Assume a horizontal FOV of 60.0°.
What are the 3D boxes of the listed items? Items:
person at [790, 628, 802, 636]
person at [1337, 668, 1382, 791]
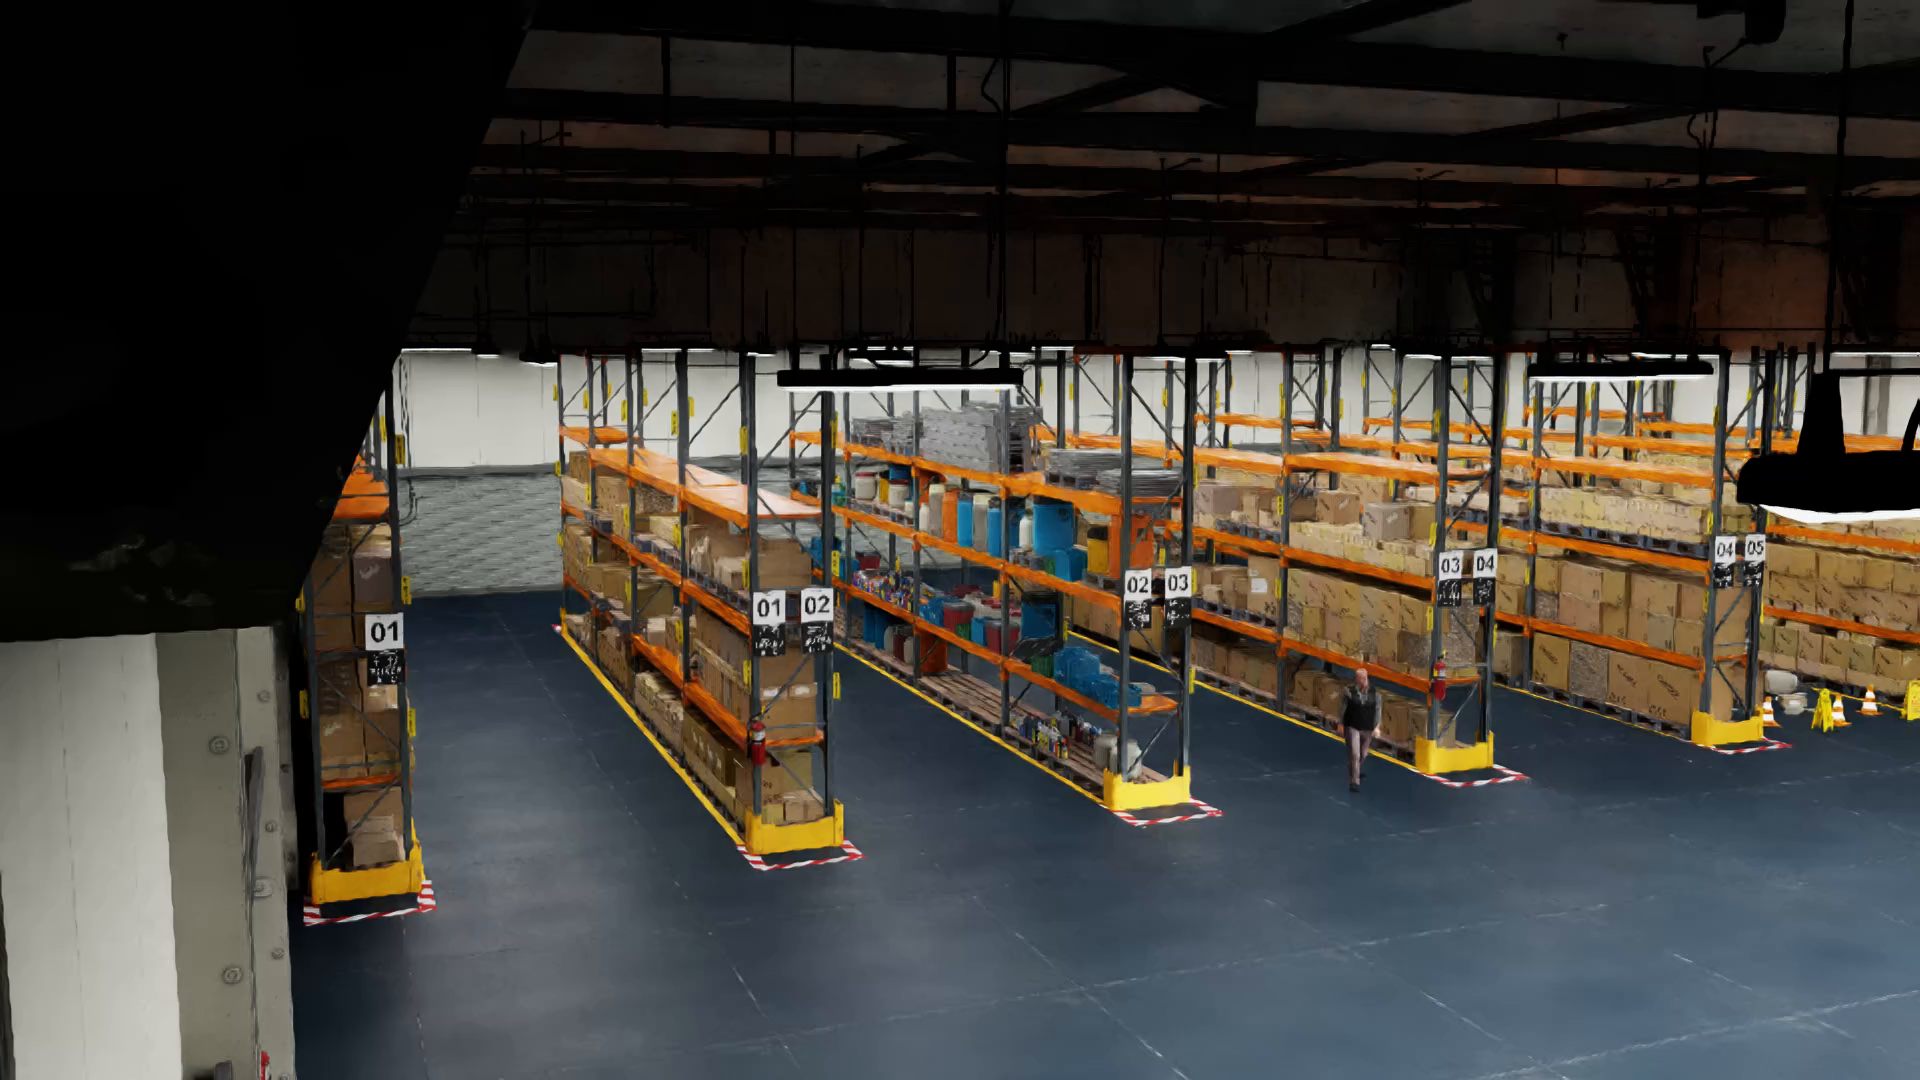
[{"bbox_3d":[-3.149,1.456,31.753,0.542,1.675,1.126,-3,8,-19],"label":"person"},{"bbox_3d":[5.534,2.588,23.008,0.558,1.679,0.925,-1,7,-5],"label":"person"}]
